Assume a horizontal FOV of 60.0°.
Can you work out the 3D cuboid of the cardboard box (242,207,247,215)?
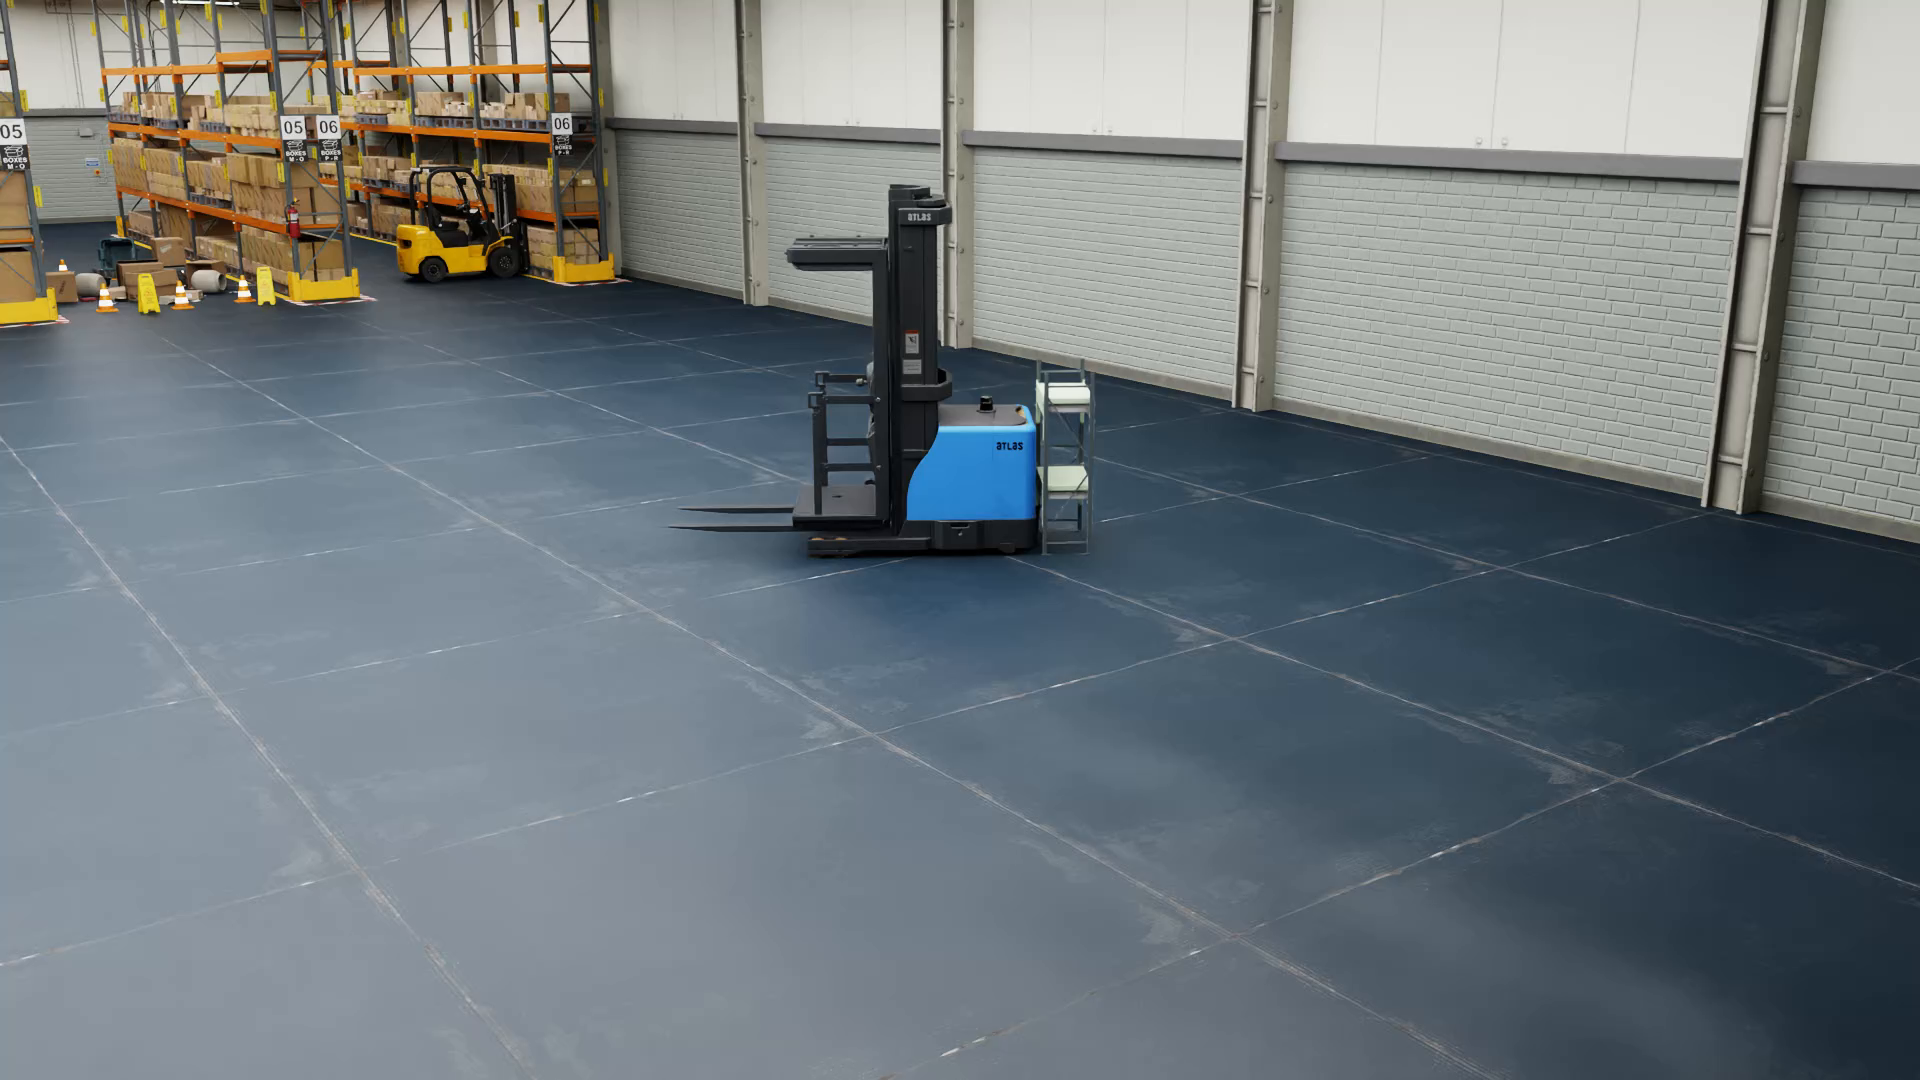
[{"bbox_3d":[-13.664,-6.375,32.164,0.380,0.149,0.250,-10,18,-33],"label":"cardboard box"}]

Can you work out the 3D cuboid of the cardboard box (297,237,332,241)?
[{"bbox_3d":[-12.004,-5.375,31.024,0.500,0.500,0.500,-12,19,-37],"label":"cardboard box"}]

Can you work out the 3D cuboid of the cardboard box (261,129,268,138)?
[{"bbox_3d":[-12.446,-7.384,30.167,0.380,0.149,0.250,-11,19,-35],"label":"cardboard box"}]

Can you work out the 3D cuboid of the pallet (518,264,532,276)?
[{"bbox_3d":[-8.612,-5.649,34.315,1.003,0.211,1.213,-11,19,-35],"label":"pallet"}]

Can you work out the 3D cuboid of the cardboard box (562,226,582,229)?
[{"bbox_3d":[-7.841,-6.173,33.469,0.500,0.250,0.500,-11,19,-34],"label":"cardboard box"}]

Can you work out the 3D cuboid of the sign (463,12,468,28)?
[{"bbox_3d":[-10.199,-10.726,34.301,0.100,0.325,0.005,-11,19,-35],"label":"sign"}]

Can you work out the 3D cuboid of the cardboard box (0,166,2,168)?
[{"bbox_3d":[-16.177,-5.938,27.759,0.875,0.550,0.550,-11,19,-35],"label":"cardboard box"}]

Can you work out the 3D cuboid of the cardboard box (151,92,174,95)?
[{"bbox_3d":[-18.660,-10.272,39.068,0.500,0.500,0.500,-10,18,-34],"label":"cardboard box"}]

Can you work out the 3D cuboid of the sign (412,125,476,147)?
[{"bbox_3d":[-15.814,-7.189,31.062,16.017,0.751,7.986,-11,19,-35],"label":"sign"}]

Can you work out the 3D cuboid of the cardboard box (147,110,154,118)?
[{"bbox_3d":[-18.023,-9.580,37.361,0.380,0.166,0.250,-12,20,-38],"label":"cardboard box"}]

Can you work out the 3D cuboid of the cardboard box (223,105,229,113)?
[{"bbox_3d":[-13.859,-8.252,31.827,0.380,0.149,0.250,-11,19,-36],"label":"cardboard box"}]

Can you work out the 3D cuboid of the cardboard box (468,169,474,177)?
[{"bbox_3d":[-10.415,-7.943,35.997,0.380,0.149,0.250,-11,19,-35],"label":"cardboard box"}]

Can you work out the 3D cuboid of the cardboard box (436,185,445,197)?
[{"bbox_3d":[-11.456,-7.863,37.406,0.500,0.250,0.500,-12,19,-36],"label":"cardboard box"}]

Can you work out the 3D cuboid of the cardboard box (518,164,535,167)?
[{"bbox_3d":[-8.406,-7.239,34.089,0.520,0.797,2.534,-11,19,-35],"label":"cardboard box"}]

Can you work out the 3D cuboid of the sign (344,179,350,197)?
[{"bbox_3d":[-10.989,-6.307,29.799,0.100,0.325,0.005,-11,19,-35],"label":"sign"}]

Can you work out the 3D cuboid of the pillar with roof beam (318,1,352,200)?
[{"bbox_3d":[-21.161,-12.934,44.287,9.100,9.000,0.400,-11,19,-35],"label":"pillar with roof beam"}]

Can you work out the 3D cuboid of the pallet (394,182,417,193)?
[{"bbox_3d":[-12.574,-8.326,39.179,1.213,0.211,1.003,-11,19,-35],"label":"pallet"}]

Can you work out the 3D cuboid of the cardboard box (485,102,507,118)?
[{"bbox_3d":[-9.475,-8.870,34.304,0.500,0.311,0.500,-10,18,-33],"label":"cardboard box"}]

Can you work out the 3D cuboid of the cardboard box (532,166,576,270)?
[{"bbox_3d":[-8.266,-6.528,33.557,1.014,1.888,2.313,-11,19,-34],"label":"cardboard box"}]

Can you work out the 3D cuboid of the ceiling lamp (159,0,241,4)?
[{"bbox_3d":[-20.282,-15.913,44.114,2.000,3.185,0.800,-11,19,-35],"label":"ceiling lamp"}]

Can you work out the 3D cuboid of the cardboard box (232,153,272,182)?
[{"bbox_3d":[-13.414,-7.093,31.664,0.700,0.500,0.500,-11,19,-34],"label":"cardboard box"}]

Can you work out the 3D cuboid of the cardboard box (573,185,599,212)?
[{"bbox_3d":[-7.482,-6.774,32.954,0.500,0.500,0.500,-10,18,-33],"label":"cardboard box"}]

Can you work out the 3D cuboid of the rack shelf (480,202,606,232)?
[{"bbox_3d":[-8.591,-6.657,34.078,1.077,0.370,4.000,-11,19,-35],"label":"rack shelf"}]

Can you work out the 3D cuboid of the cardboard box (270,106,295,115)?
[{"bbox_3d":[-11.986,-7.603,29.457,0.380,0.149,0.250,-10,18,-34],"label":"cardboard box"}]

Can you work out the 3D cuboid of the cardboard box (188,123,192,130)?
[{"bbox_3d":[-16.084,-8.746,35.142,0.380,0.149,0.250,-11,19,-35],"label":"cardboard box"}]

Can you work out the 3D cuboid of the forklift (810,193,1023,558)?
[{"bbox_3d":[-12.456,-8.375,27.606,25.083,9.011,32.329,0,15,-2],"label":"forklift"}]

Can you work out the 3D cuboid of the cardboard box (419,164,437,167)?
[{"bbox_3d":[-12.170,-8.532,38.150,0.380,0.149,0.250,-10,18,-33],"label":"cardboard box"}]

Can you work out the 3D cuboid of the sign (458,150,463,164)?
[{"bbox_3d":[-11.672,-8.930,38.829,0.100,0.325,0.005,-11,19,-35],"label":"sign"}]

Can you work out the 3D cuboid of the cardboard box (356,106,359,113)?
[{"bbox_3d":[-14.617,-10.590,40.895,0.380,0.149,0.250,-11,19,-34],"label":"cardboard box"}]

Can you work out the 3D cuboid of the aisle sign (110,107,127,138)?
[{"bbox_3d":[-21.113,-10.446,41.637,0.394,0.787,0.004,-11,19,-35],"label":"aisle sign"}]

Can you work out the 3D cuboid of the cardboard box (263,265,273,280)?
[{"bbox_3d":[-12.731,-5.035,31.205,0.500,0.250,0.500,-12,19,-37],"label":"cardboard box"}]

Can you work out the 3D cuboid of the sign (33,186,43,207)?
[{"bbox_3d":[-14.920,-5.556,26.904,0.100,0.325,0.005,-11,19,-35],"label":"sign"}]

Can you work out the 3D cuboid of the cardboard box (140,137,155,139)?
[{"bbox_3d":[-20.294,-9.969,41.506,0.380,0.149,0.250,-10,18,-34],"label":"cardboard box"}]

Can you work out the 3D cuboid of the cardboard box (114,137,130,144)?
[{"bbox_3d":[-20.851,-9.947,41.423,0.380,0.149,0.250,-10,18,-33],"label":"cardboard box"}]

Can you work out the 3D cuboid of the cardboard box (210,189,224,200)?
[{"bbox_3d":[-14.904,-7.032,33.766,0.463,0.149,1.281,-11,19,-35],"label":"cardboard box"}]

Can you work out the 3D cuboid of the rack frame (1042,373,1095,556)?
[{"bbox_3d":[0.874,-0.601,13.432,0.400,1.500,0.023,-1,15,-2],"label":"rack frame"}]

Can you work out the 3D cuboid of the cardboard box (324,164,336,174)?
[{"bbox_3d":[-16.477,-9.818,43.987,0.500,0.250,0.500,-11,19,-34],"label":"cardboard box"}]

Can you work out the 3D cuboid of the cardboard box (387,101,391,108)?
[{"bbox_3d":[-13.323,-10.300,39.309,0.380,0.149,0.250,-11,19,-34],"label":"cardboard box"}]

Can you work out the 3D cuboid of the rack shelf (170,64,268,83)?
[{"bbox_3d":[-14.956,-9.440,33.642,1.077,0.370,4.000,-11,19,-35],"label":"rack shelf"}]

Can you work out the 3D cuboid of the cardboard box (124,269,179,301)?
[{"bbox_3d":[-14.509,-4.583,29.869,0.637,0.503,0.797,4,16,13],"label":"cardboard box"}]

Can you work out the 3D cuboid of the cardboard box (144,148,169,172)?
[{"bbox_3d":[-18.458,-8.760,38.316,0.500,0.500,0.500,-11,19,-34],"label":"cardboard box"}]

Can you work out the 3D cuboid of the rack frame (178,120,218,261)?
[{"bbox_3d":[-16.132,-7.514,35.847,1.000,3.000,0.127,-11,19,-35],"label":"rack frame"}]

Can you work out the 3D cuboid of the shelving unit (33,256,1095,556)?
[{"bbox_3d":[-9.480,-4.050,26.031,20.123,1.500,26.922,-1,15,-2],"label":"shelving unit"}]

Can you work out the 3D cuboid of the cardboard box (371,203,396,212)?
[{"bbox_3d":[-14.203,-8.253,41.260,0.476,0.149,1.071,-11,19,-35],"label":"cardboard box"}]

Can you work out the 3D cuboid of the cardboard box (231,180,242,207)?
[{"bbox_3d":[-13.747,-6.714,32.172,0.500,0.500,0.500,-11,19,-35],"label":"cardboard box"}]

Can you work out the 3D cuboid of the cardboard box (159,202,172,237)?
[{"bbox_3d":[-18.055,-7.426,38.754,0.875,0.875,0.875,-10,18,-33],"label":"cardboard box"}]

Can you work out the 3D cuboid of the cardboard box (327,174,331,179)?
[{"bbox_3d":[-16.664,-9.712,44.355,0.380,0.149,0.250,-10,18,-33],"label":"cardboard box"}]

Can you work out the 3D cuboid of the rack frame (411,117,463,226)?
[{"bbox_3d":[-12.119,-8.285,38.665,1.000,3.000,0.127,-11,19,-35],"label":"rack frame"}]

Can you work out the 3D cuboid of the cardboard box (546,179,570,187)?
[{"bbox_3d":[-7.846,-6.968,32.436,0.380,0.149,0.250,-11,19,-34],"label":"cardboard box"}]
